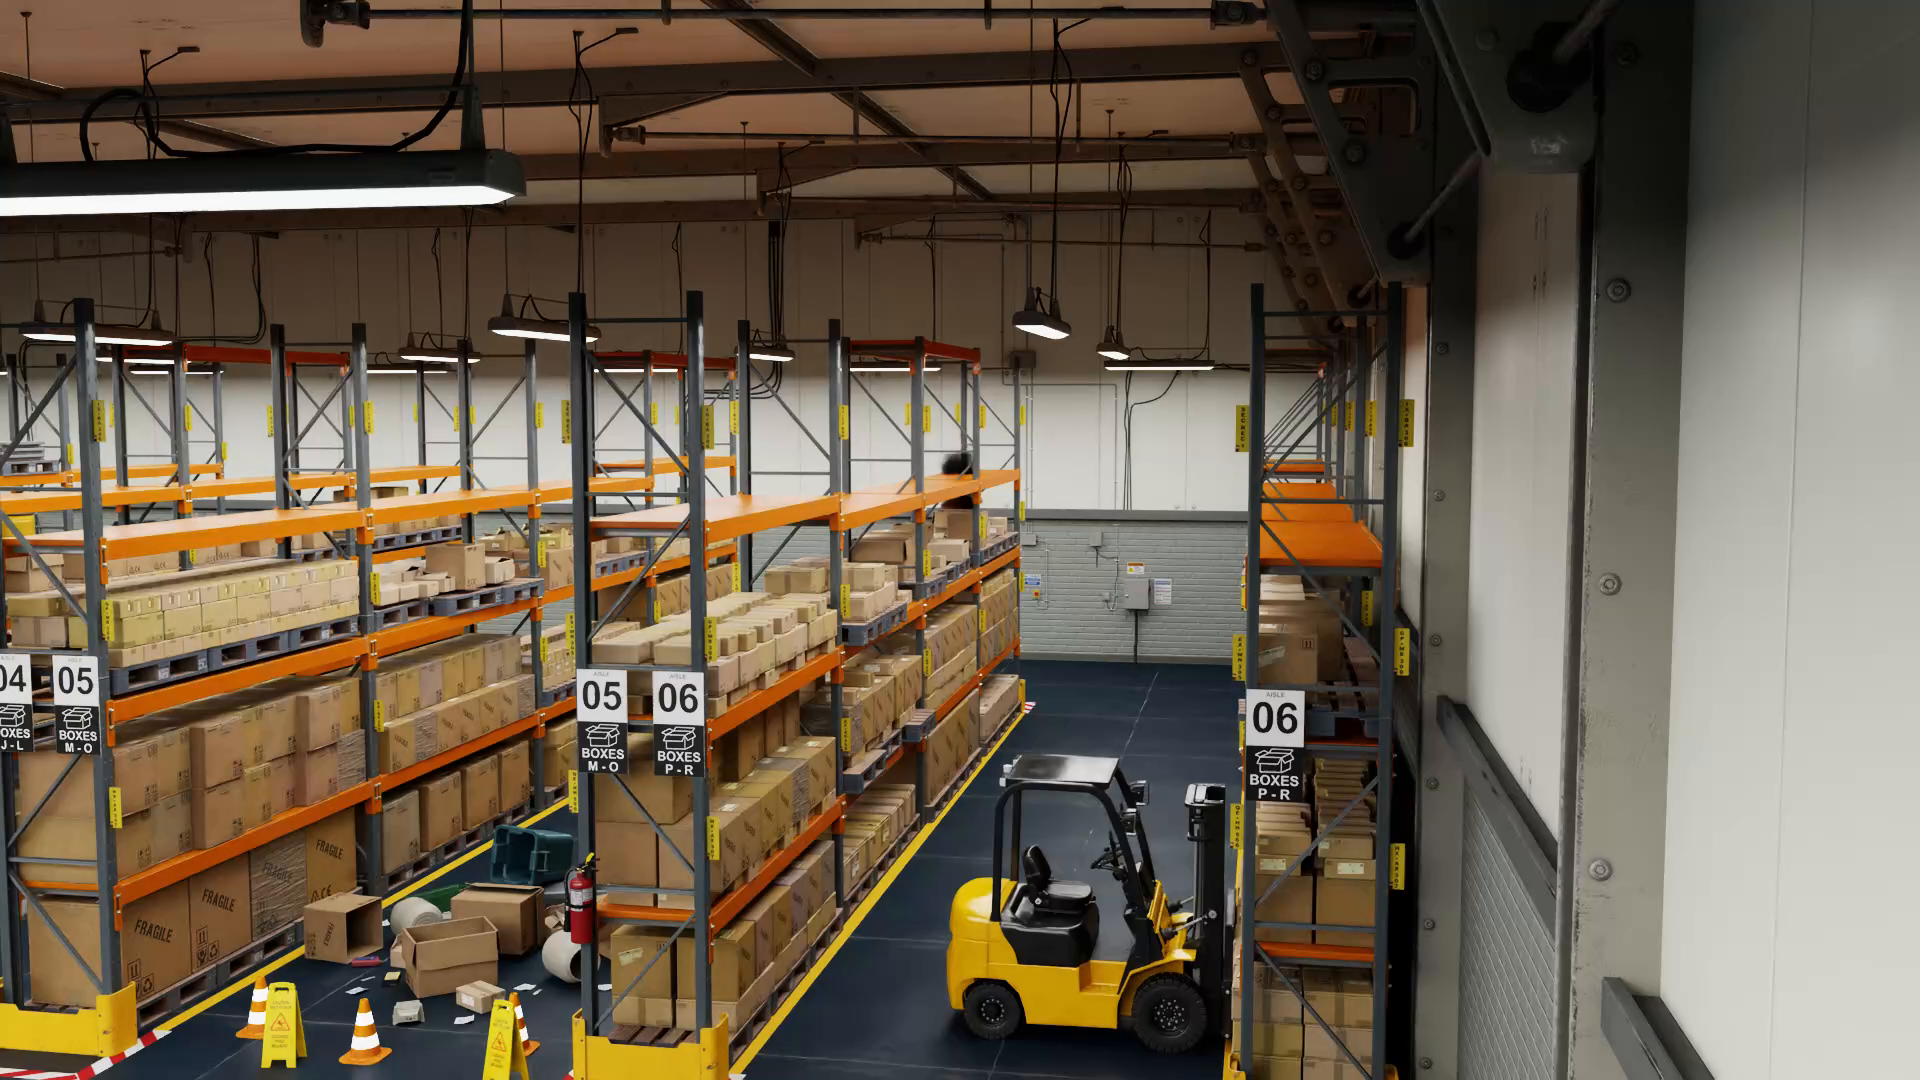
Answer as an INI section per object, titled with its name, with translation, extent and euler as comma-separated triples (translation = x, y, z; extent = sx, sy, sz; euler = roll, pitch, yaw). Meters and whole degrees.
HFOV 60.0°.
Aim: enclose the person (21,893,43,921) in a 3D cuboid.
[person]
translation = -8.680, 3.083, 15.676
extent = 0.627, 1.661, 0.503
euler = -1, 5, -9
